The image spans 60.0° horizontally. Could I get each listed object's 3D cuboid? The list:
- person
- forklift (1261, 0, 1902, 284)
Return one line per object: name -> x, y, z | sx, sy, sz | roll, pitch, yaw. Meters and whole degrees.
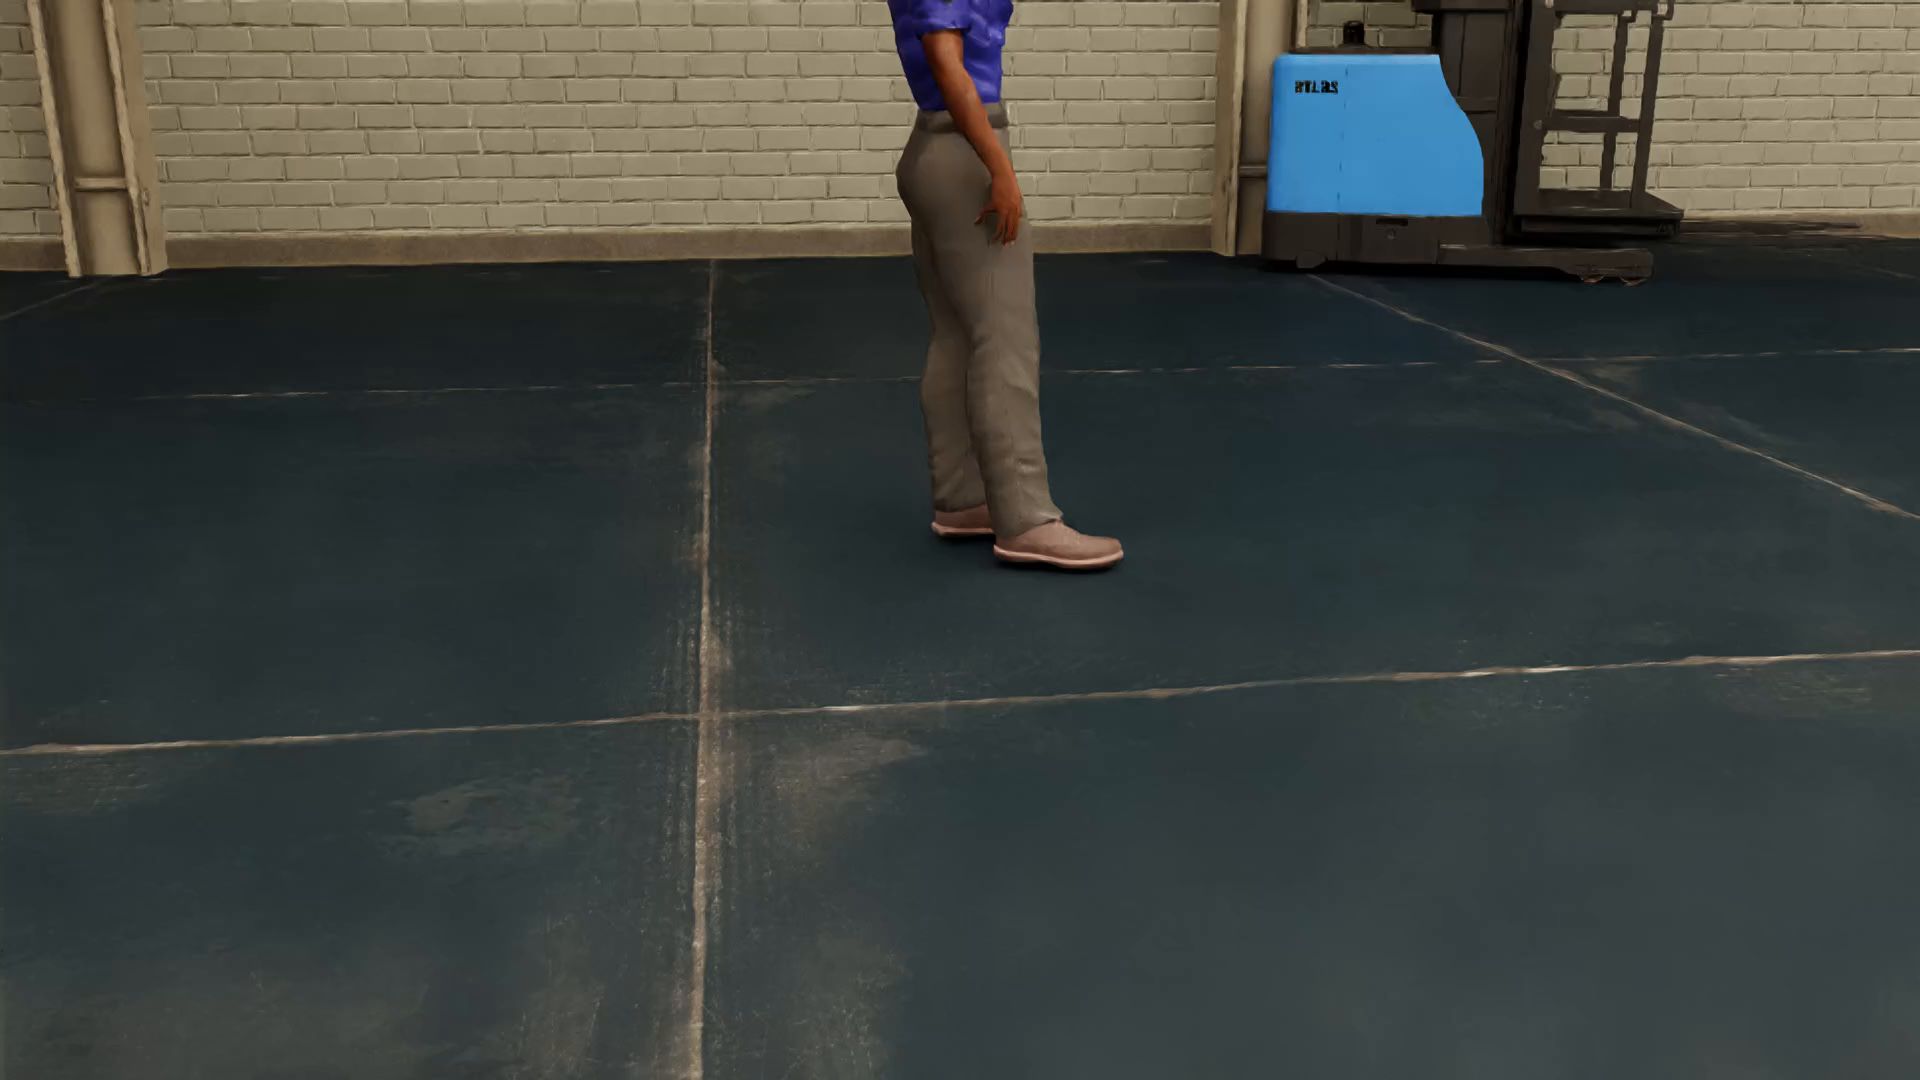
person -> 0.090, -0.797, 3.718 | 0.503, 1.654, 0.570 | -2, 17, -8
forklift -> 3.117, -2.820, 8.246 | 3.031, 2.935, 1.130 | 4, 17, 11
